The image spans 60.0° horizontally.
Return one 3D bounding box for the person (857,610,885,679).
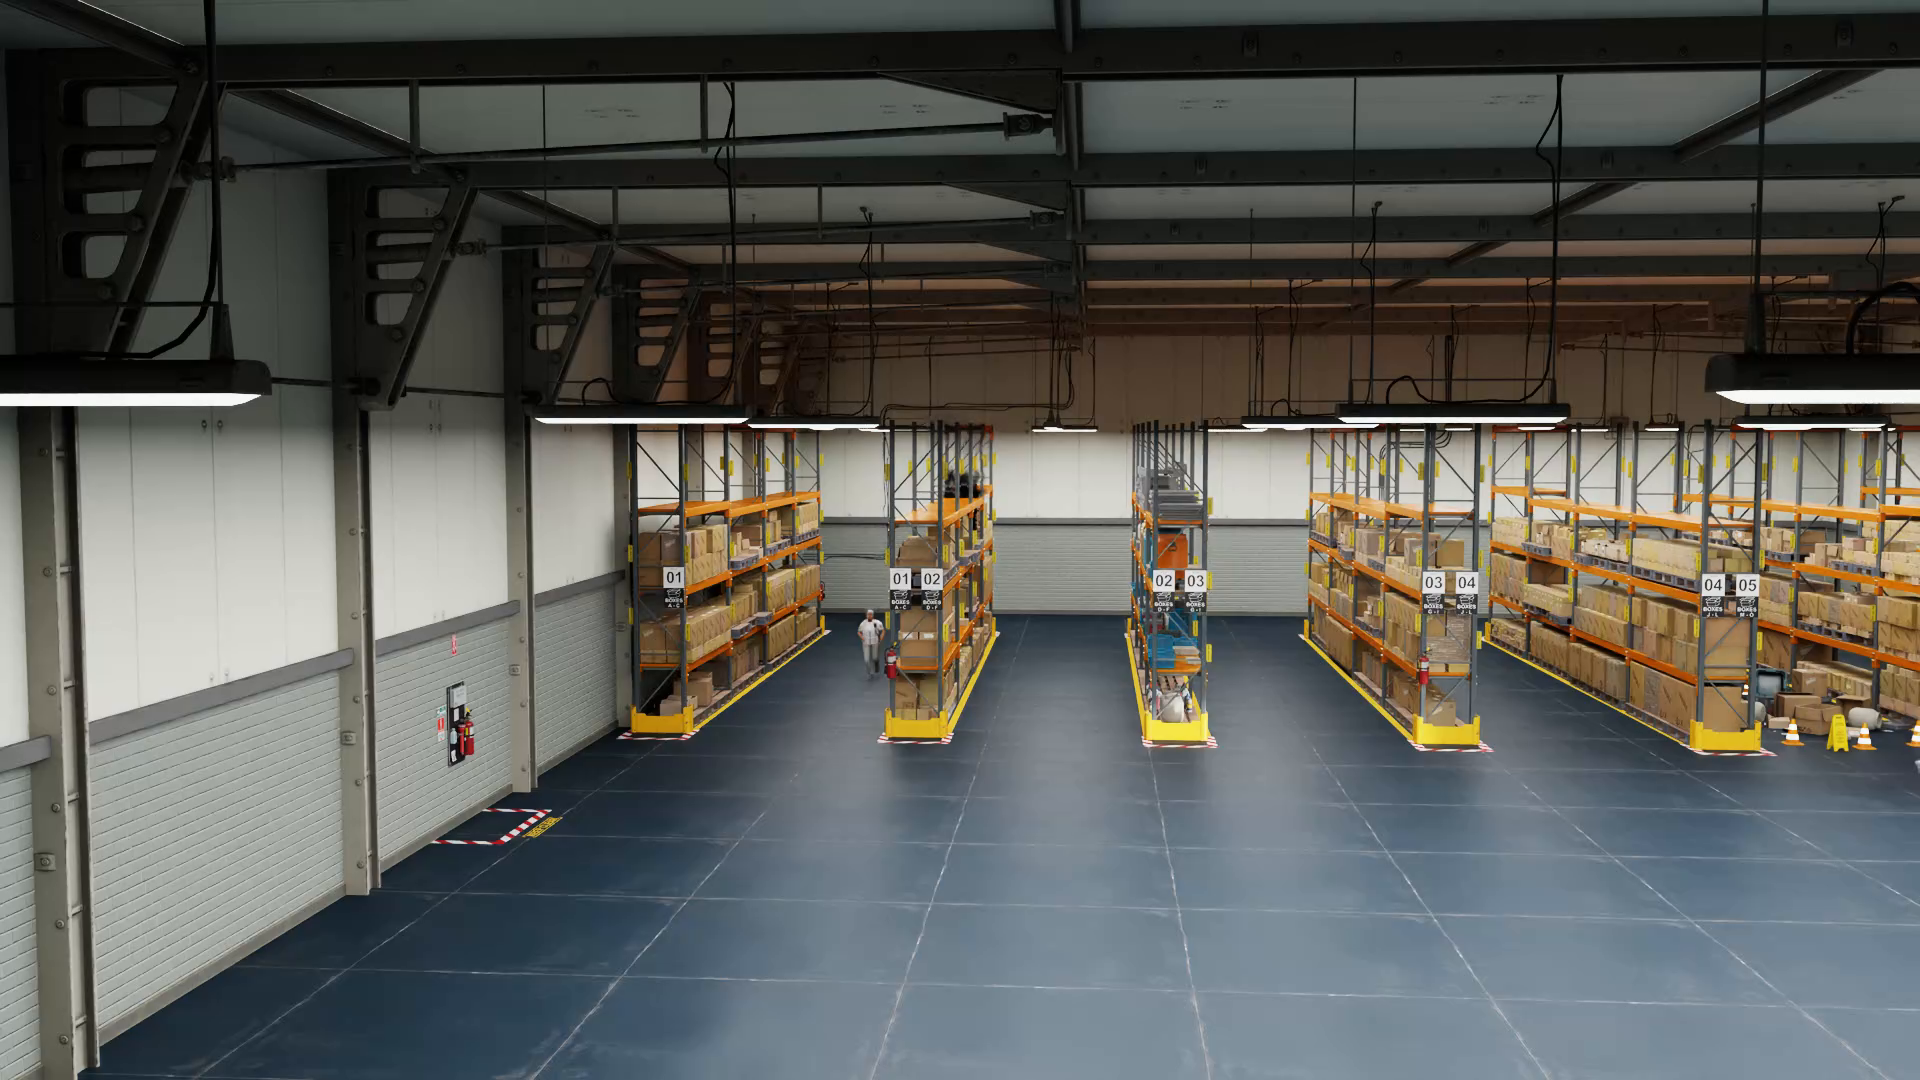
[{"bbox_3d":[-2.090,2.451,39.017,0.661,1.633,0.536,0,4,2],"label":"person"}]
